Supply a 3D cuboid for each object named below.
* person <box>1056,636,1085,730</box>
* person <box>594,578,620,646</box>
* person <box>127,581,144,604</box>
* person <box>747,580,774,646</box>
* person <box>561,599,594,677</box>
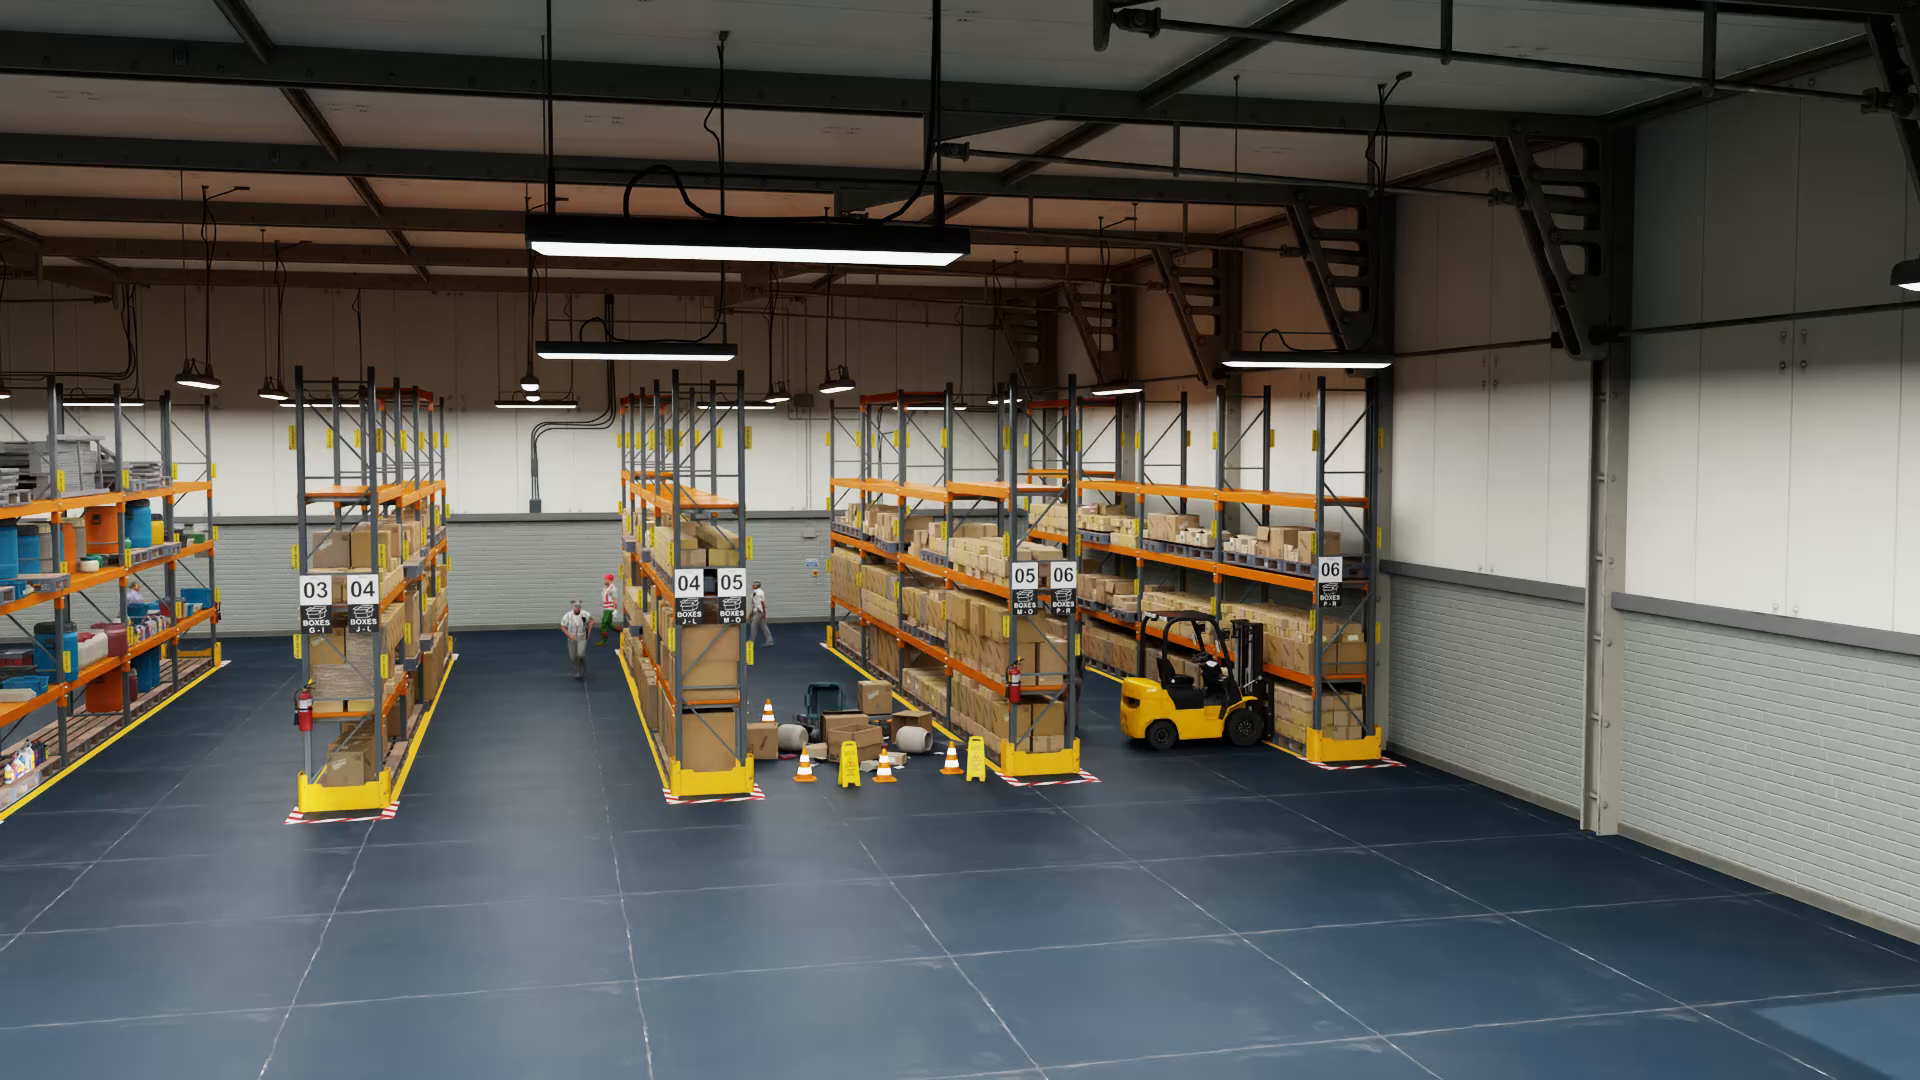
[{"bbox_3d":[1.911,2.459,29.094,0.620,1.627,0.754,-1,3,-11],"label":"person"},{"bbox_3d":[-8.546,1.721,40.691,0.893,1.719,0.607,-2,4,-34],"label":"person"},{"bbox_3d":[-19.664,1.761,39.697,0.417,1.570,0.506,-1,3,-11],"label":"person"},{"bbox_3d":[-4.922,1.769,40.277,0.817,1.629,0.504,-1,4,-13],"label":"person"},{"bbox_3d":[-8.077,2.072,35.111,0.643,1.681,0.737,0,3,-3],"label":"person"}]
